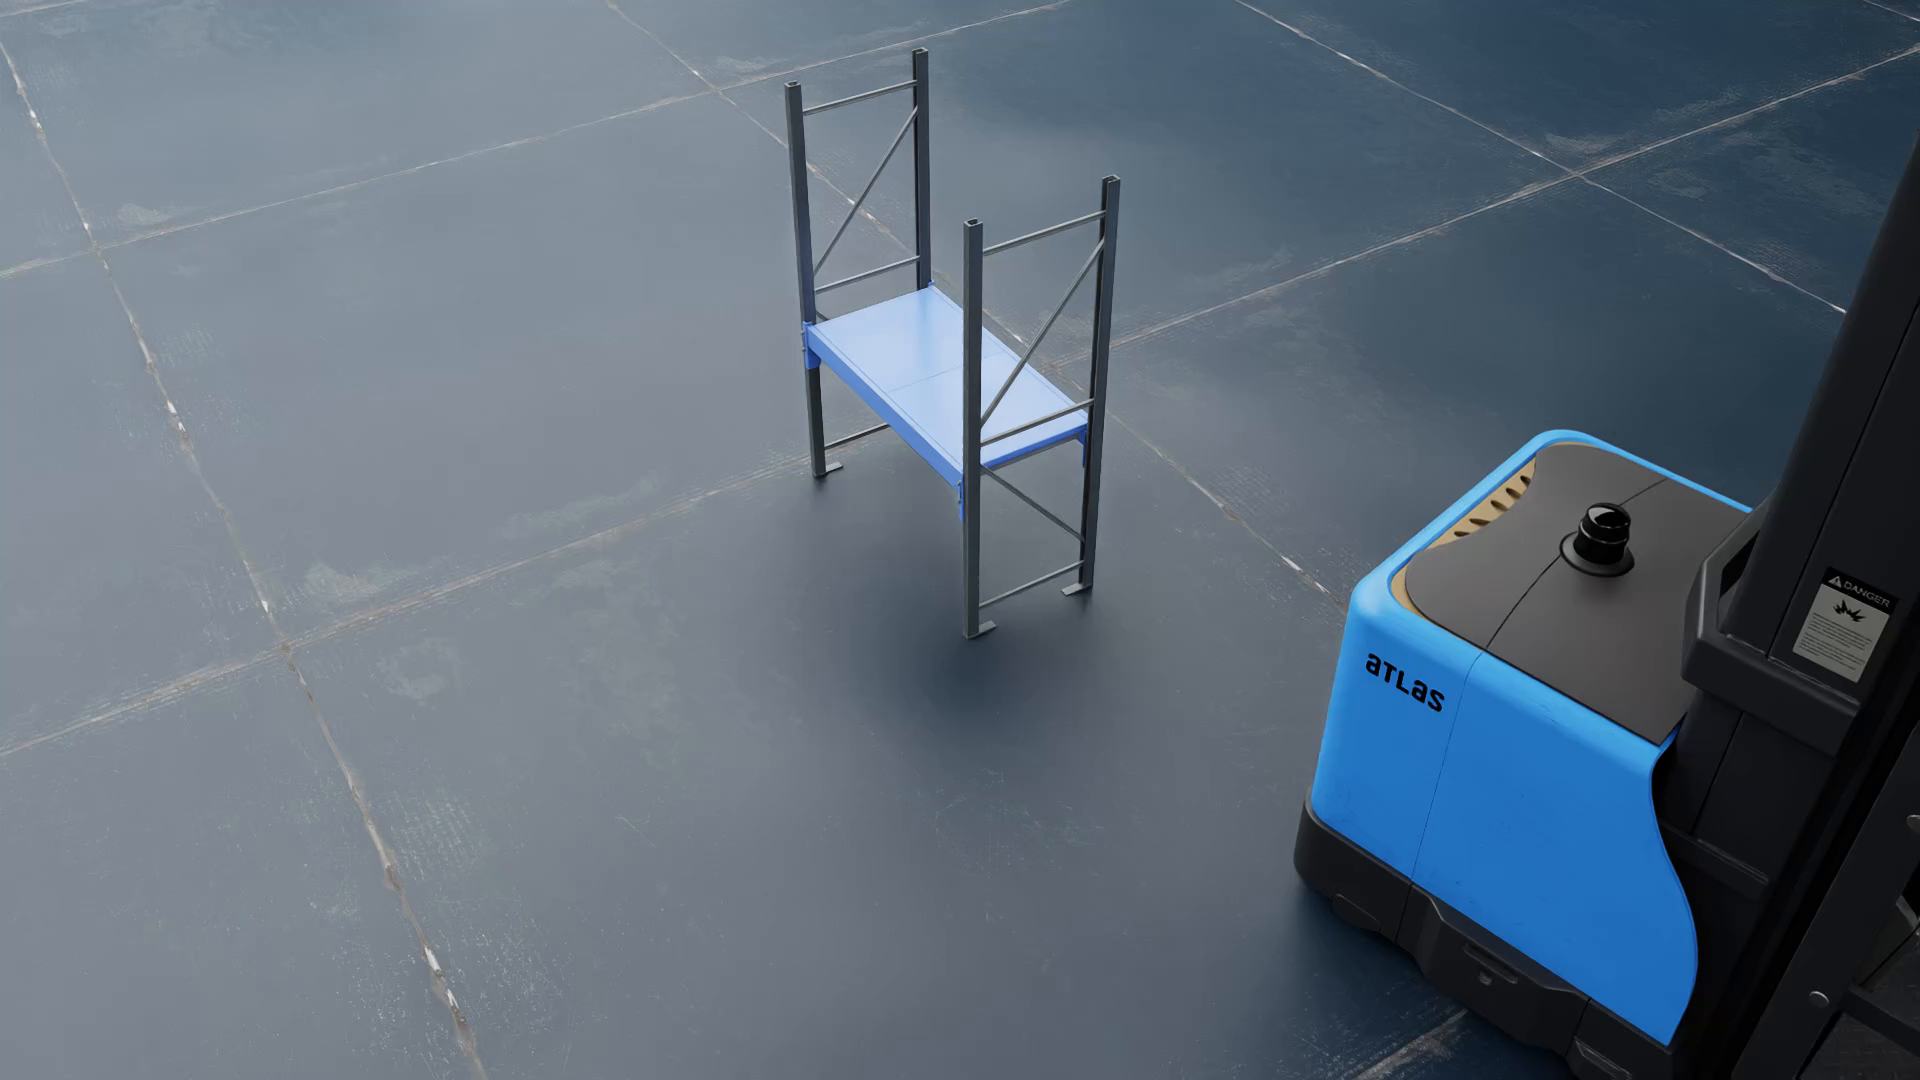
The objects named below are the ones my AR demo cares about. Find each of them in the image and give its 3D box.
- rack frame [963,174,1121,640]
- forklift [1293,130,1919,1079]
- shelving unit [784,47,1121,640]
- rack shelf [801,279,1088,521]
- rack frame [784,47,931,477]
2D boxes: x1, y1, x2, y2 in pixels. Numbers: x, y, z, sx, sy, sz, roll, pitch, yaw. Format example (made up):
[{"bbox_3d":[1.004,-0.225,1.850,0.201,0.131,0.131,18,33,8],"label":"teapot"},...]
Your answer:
[{"bbox_3d":[0.227,-0.348,4.996,0.500,1.500,0.032,-22,45,-24],"label":"rack frame"},{"bbox_3d":[2.321,0.259,3.150,3.031,2.935,1.130,32,49,33],"label":"forklift"},{"bbox_3d":[-0.046,-0.622,5.325,0.538,1.500,1.048,-22,45,-24],"label":"shelving unit"},{"bbox_3d":[-0.046,-0.484,5.440,0.538,0.185,1.000,-22,45,-24],"label":"rack shelf"},{"bbox_3d":[-0.319,-0.897,5.654,0.500,1.500,0.032,-22,45,-24],"label":"rack frame"}]
